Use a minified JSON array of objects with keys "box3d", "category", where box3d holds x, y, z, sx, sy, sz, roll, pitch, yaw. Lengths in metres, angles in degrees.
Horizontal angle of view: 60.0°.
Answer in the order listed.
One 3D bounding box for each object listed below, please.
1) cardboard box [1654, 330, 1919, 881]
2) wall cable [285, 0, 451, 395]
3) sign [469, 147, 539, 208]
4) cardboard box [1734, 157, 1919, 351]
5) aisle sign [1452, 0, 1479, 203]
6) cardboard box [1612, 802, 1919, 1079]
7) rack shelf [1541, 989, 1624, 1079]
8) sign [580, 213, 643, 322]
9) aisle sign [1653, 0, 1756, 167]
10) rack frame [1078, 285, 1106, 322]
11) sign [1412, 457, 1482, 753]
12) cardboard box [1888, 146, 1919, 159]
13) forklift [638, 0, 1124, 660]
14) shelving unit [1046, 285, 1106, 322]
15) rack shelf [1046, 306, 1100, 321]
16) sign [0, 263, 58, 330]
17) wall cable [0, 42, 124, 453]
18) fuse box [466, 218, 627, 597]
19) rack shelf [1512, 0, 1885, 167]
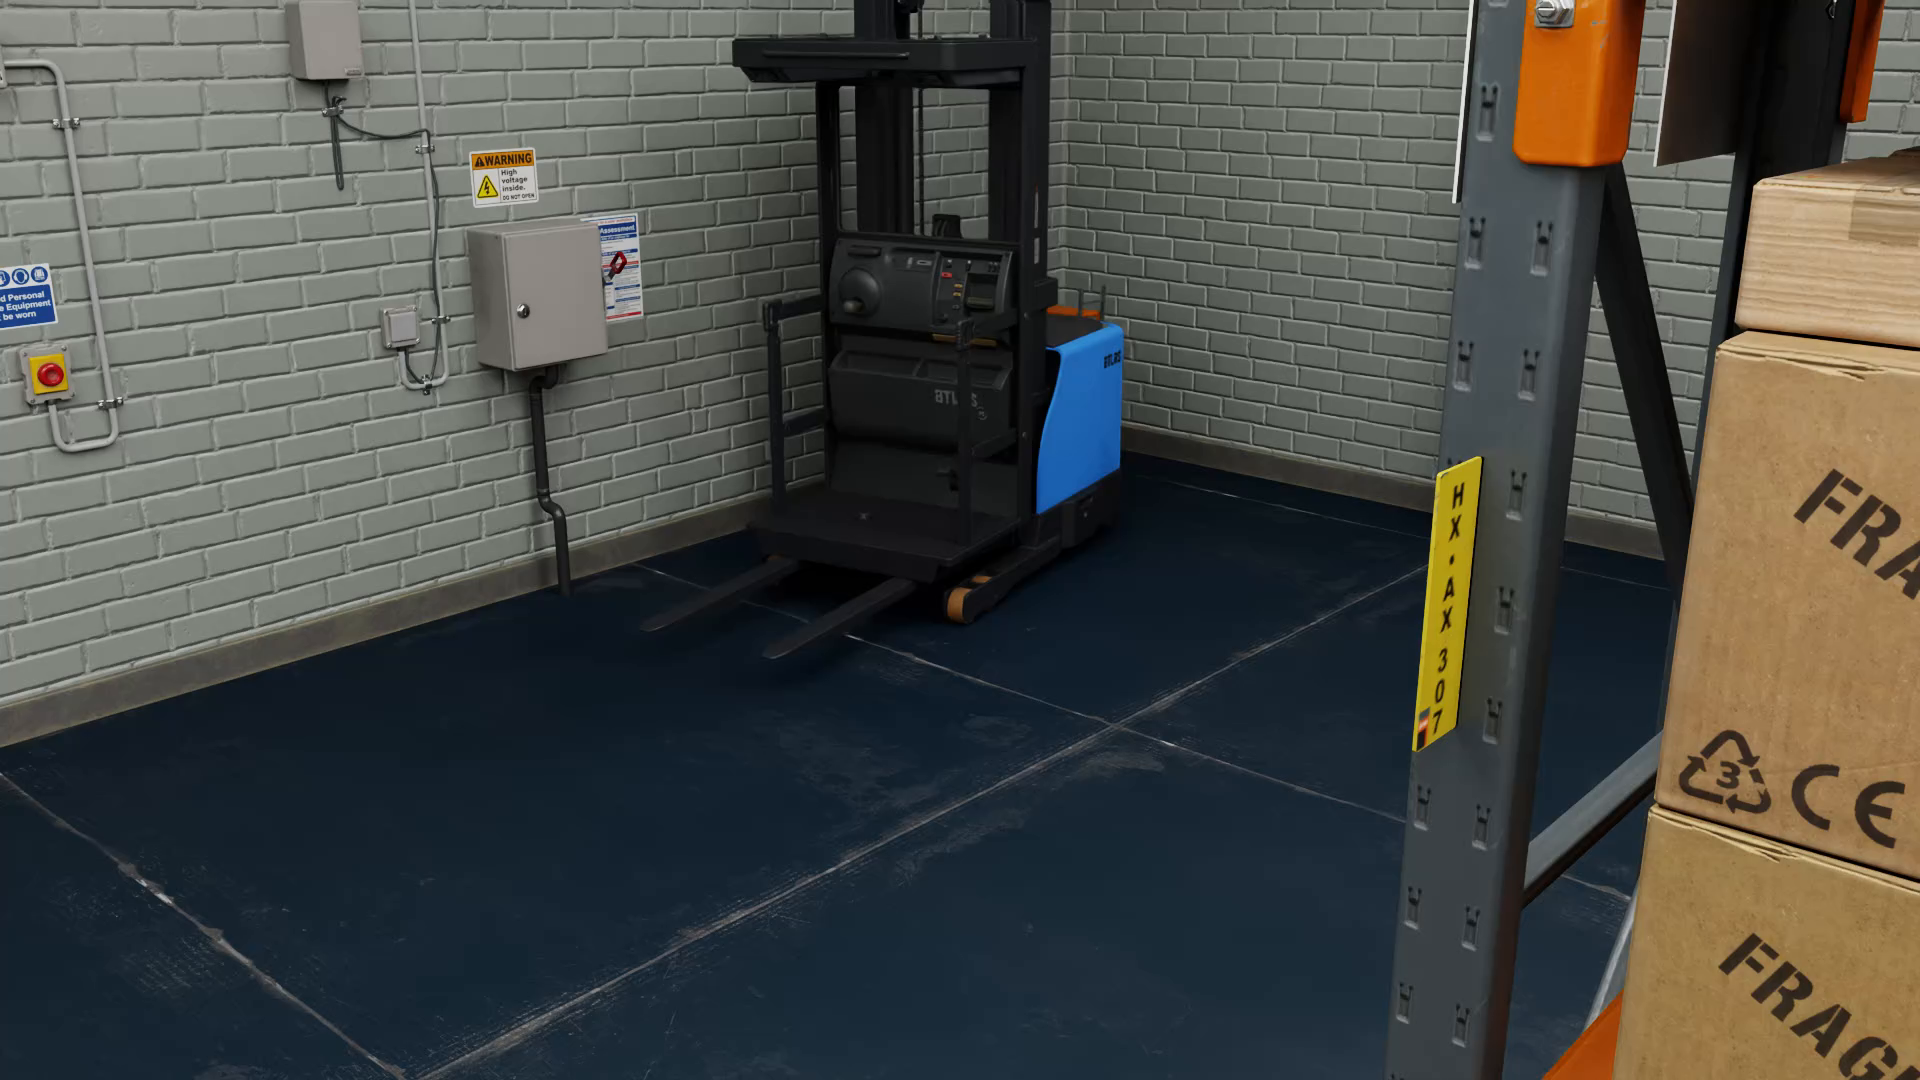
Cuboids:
[{"box3d":[1.087,0.036,1.721,0.500,0.500,0.500,14,23,38],"category":"cardboard box"},{"box3d":[-2.383,-1.535,6.809,0.122,1.984,0.588,15,23,39],"category":"wall cable"},{"box3d":[-2.004,-1.596,7.316,0.001,0.242,0.339,15,23,39],"category":"sign"},{"box3d":[0.999,-0.300,1.707,0.250,0.149,0.380,16,23,40],"category":"cardboard box"},{"box3d":[0.671,-0.788,1.839,0.004,0.787,0.394,15,23,39],"category":"aisle sign"},{"box3d":[1.085,0.513,1.870,0.500,0.500,0.500,15,23,39],"category":"cardboard box"},{"box3d":[2.413,1.144,1.237,4.000,0.370,1.077,15,23,39],"category":"rack shelf"},{"box3d":[-1.639,-1.281,7.847,0.001,0.494,0.329,15,23,39],"category":"sign"},{"box3d":[1.069,-0.924,2.267,0.004,0.787,0.394,15,23,39],"category":"aisle sign"},{"box3d":[0.692,-0.777,9.056,0.015,1.200,0.240,13,19,36],"category":"rack frame"},{"box3d":[0.544,0.074,1.859,0.005,0.325,0.100,15,23,39],"category":"sign"},{"box3d":[1.318,-0.407,2.045,0.250,0.149,0.380,15,23,40],"category":"cardboard box"},{"box3d":[-0.288,-1.176,7.472,1.130,2.935,3.031,9,20,27],"category":"forklift"},{"box3d":[0.499,-0.822,9.198,0.503,1.200,0.258,13,19,36],"category":"shelving unit"},{"box3d":[0.511,-1.201,9.094,0.480,0.148,0.258,13,19,36],"category":"rack shelf"},{"box3d":[-3.394,-0.857,5.908,0.001,0.218,0.327,15,23,39],"category":"sign"},{"box3d":[-3.316,-1.226,5.786,0.123,1.953,0.585,15,23,39],"category":"wall cable"},{"box3d":[-1.812,-0.559,7.545,0.414,1.711,0.539,15,23,39],"category":"fuse box"},{"box3d":[2.413,-0.286,0.784,4.000,0.370,1.077,15,23,39],"category":"rack shelf"}]
